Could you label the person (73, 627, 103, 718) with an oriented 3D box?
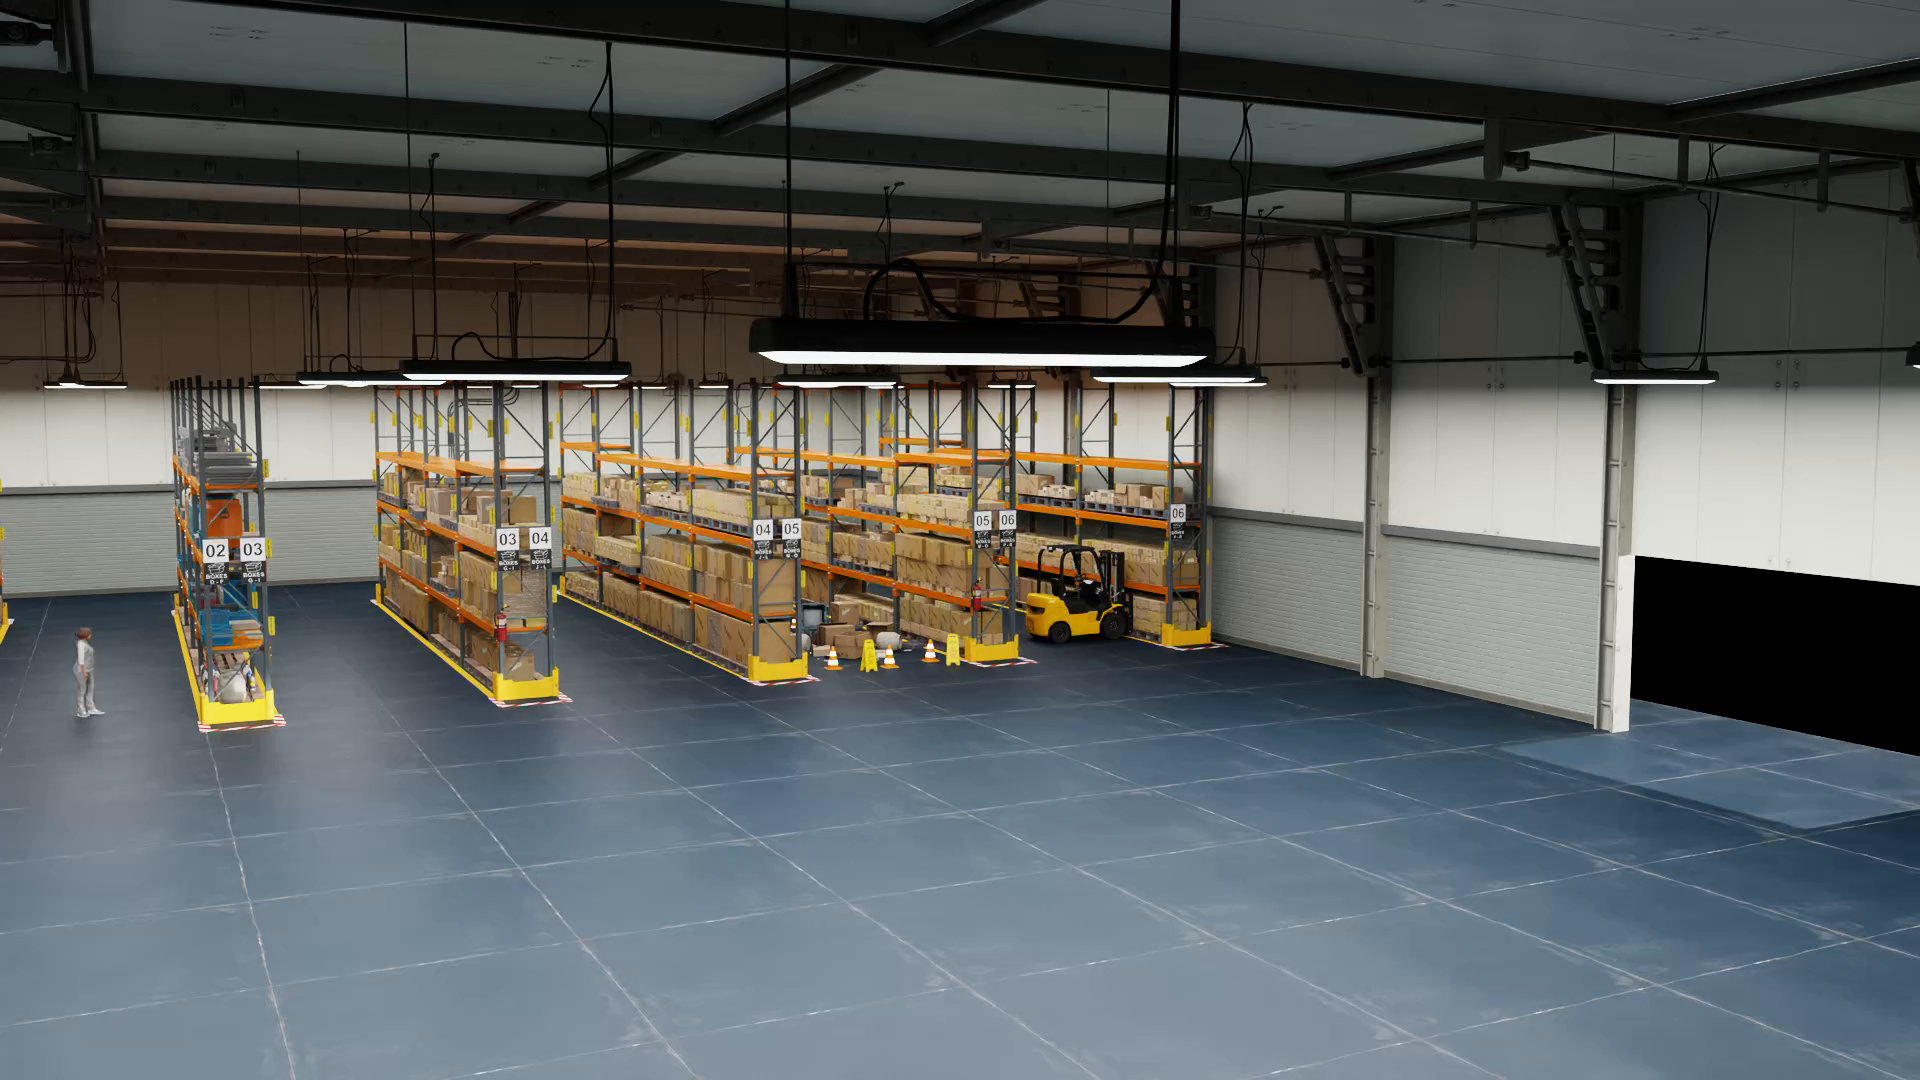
[{"bbox_3d":[-15.429,2.327,29.335,0.375,1.602,0.468,0,5,-3],"label":"person"}]
